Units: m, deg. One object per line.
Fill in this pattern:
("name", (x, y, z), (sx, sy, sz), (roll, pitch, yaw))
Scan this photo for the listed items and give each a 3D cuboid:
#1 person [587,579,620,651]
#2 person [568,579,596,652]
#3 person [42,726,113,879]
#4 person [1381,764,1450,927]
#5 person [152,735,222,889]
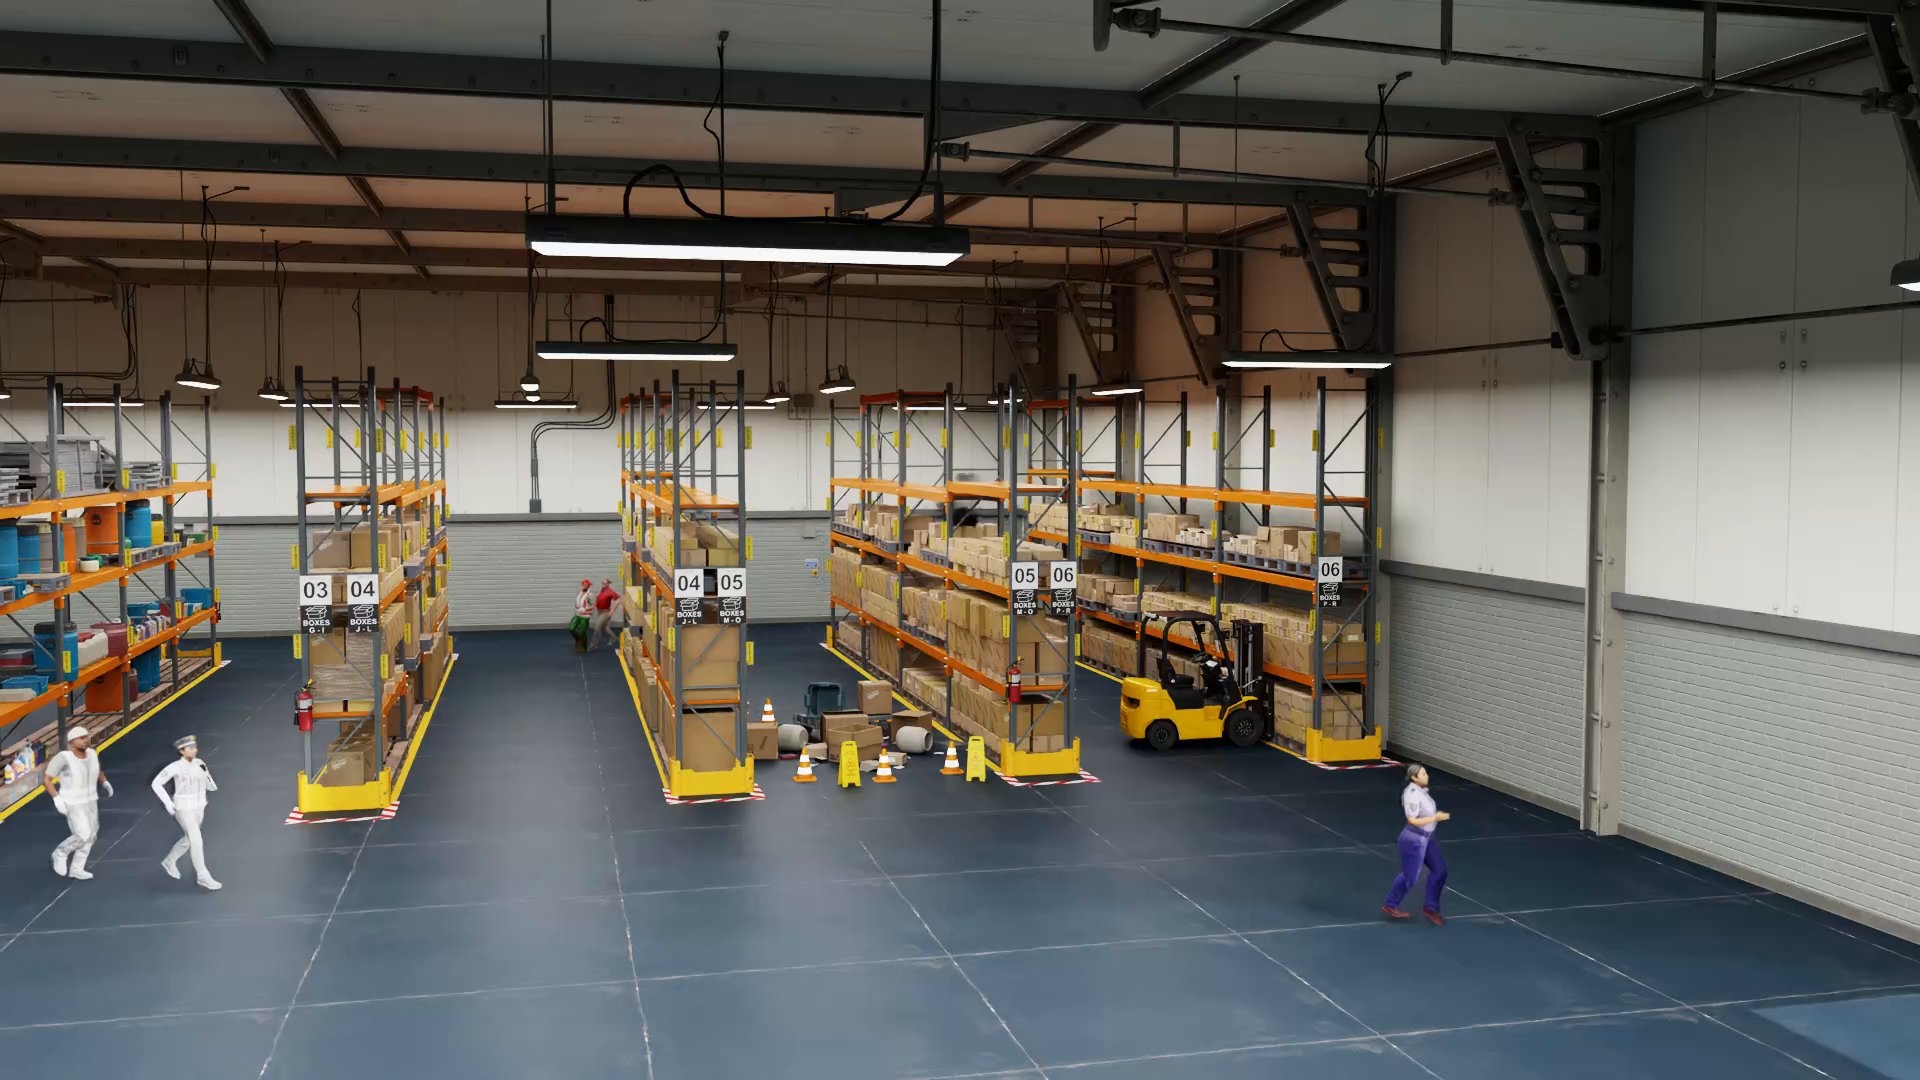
("person", (-8.505, 1.776, 39.714), (0.970, 1.709, 0.737), (-3, 4, -39))
("person", (-8.865, 1.793, 39.176), (0.677, 1.737, 0.567), (2, 4, 28))
("person", (-10.041, 2.996, 18.989), (0.589, 1.746, 0.694), (1, 4, 18))
("person", (4.742, 3.159, 17.190), (0.684, 1.704, 0.585), (2, 4, 35))
("person", (-8.620, 3.017, 18.611), (0.900, 1.689, 0.614), (1, 4, 20))
